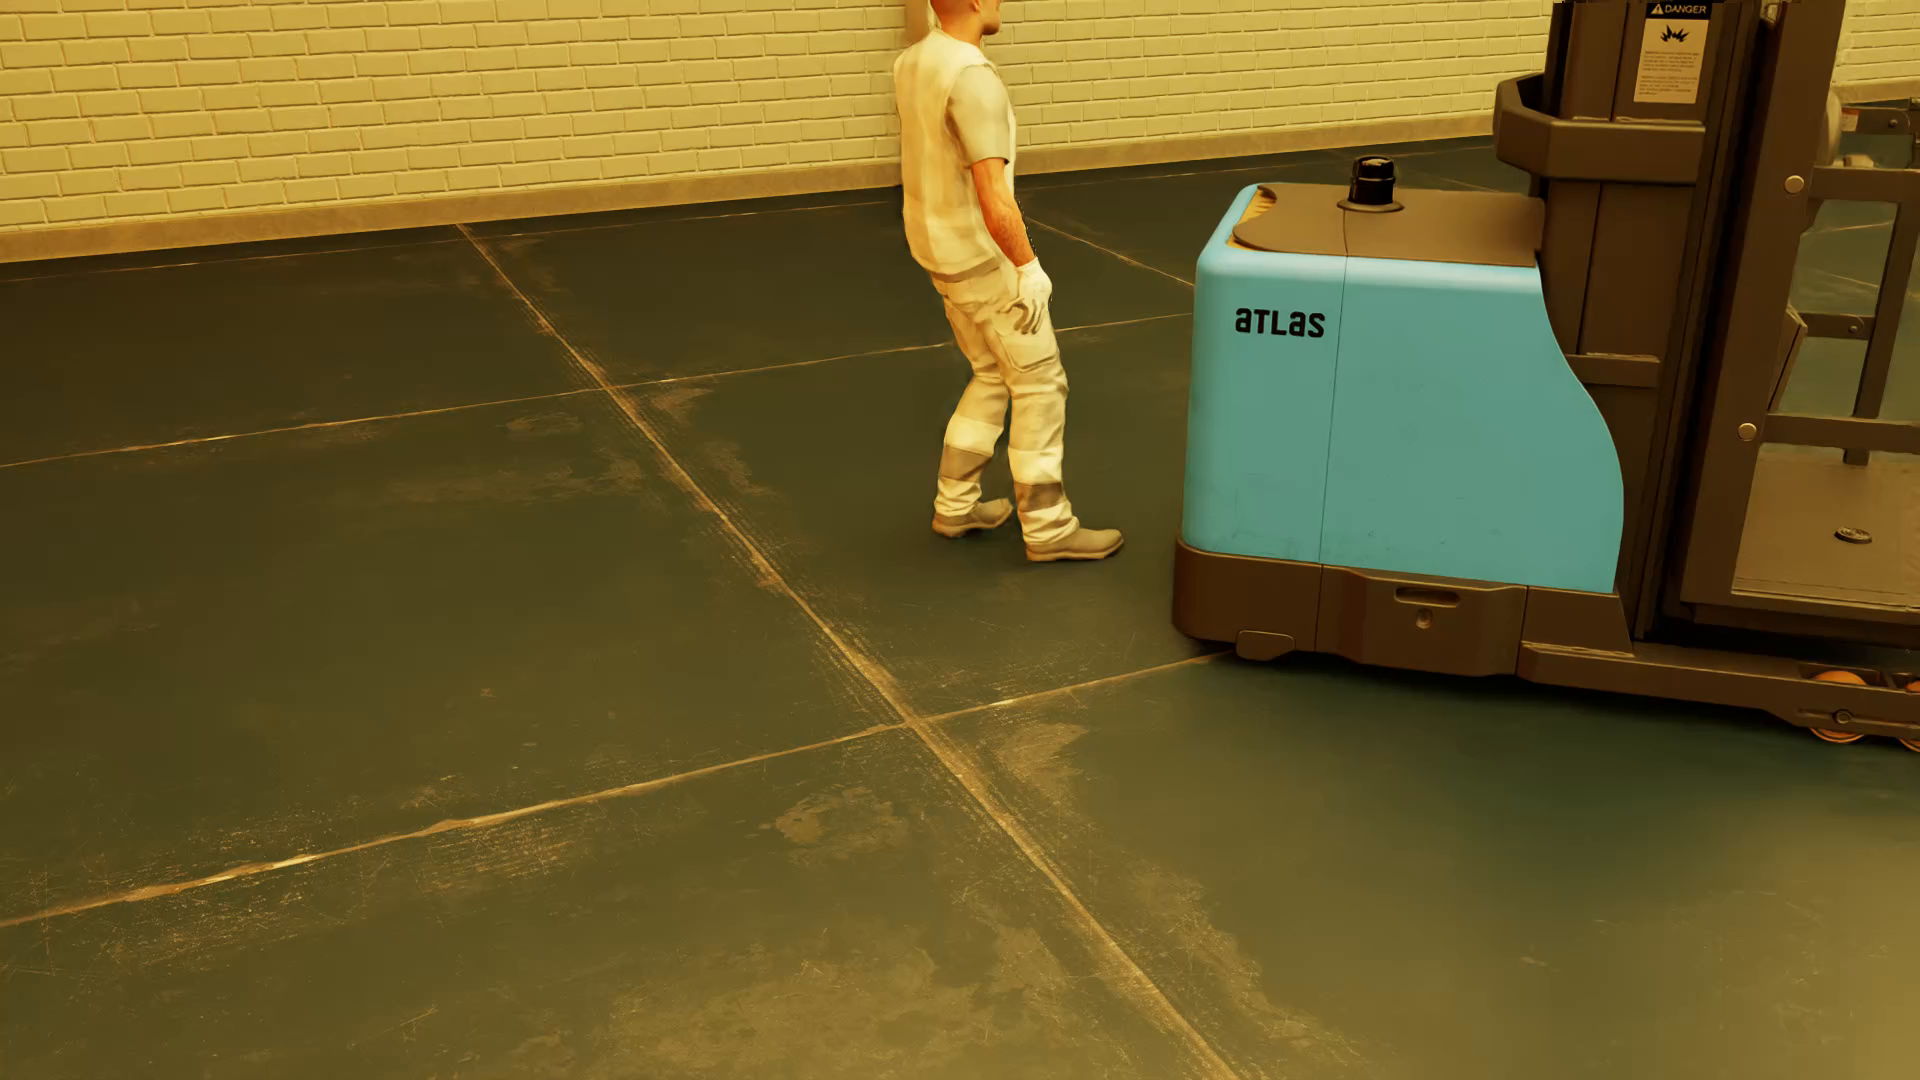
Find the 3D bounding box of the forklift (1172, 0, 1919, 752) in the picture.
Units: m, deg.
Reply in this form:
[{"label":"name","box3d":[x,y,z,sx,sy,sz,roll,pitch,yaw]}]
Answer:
[{"label":"forklift","box3d":[2.135,-1.080,3.885,3.031,2.935,1.130,6,23,14]}]

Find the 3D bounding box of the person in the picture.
[{"label":"person","box3d":[0.128,-0.836,4.847,0.576,1.763,0.710,-8,24,-19]}]
